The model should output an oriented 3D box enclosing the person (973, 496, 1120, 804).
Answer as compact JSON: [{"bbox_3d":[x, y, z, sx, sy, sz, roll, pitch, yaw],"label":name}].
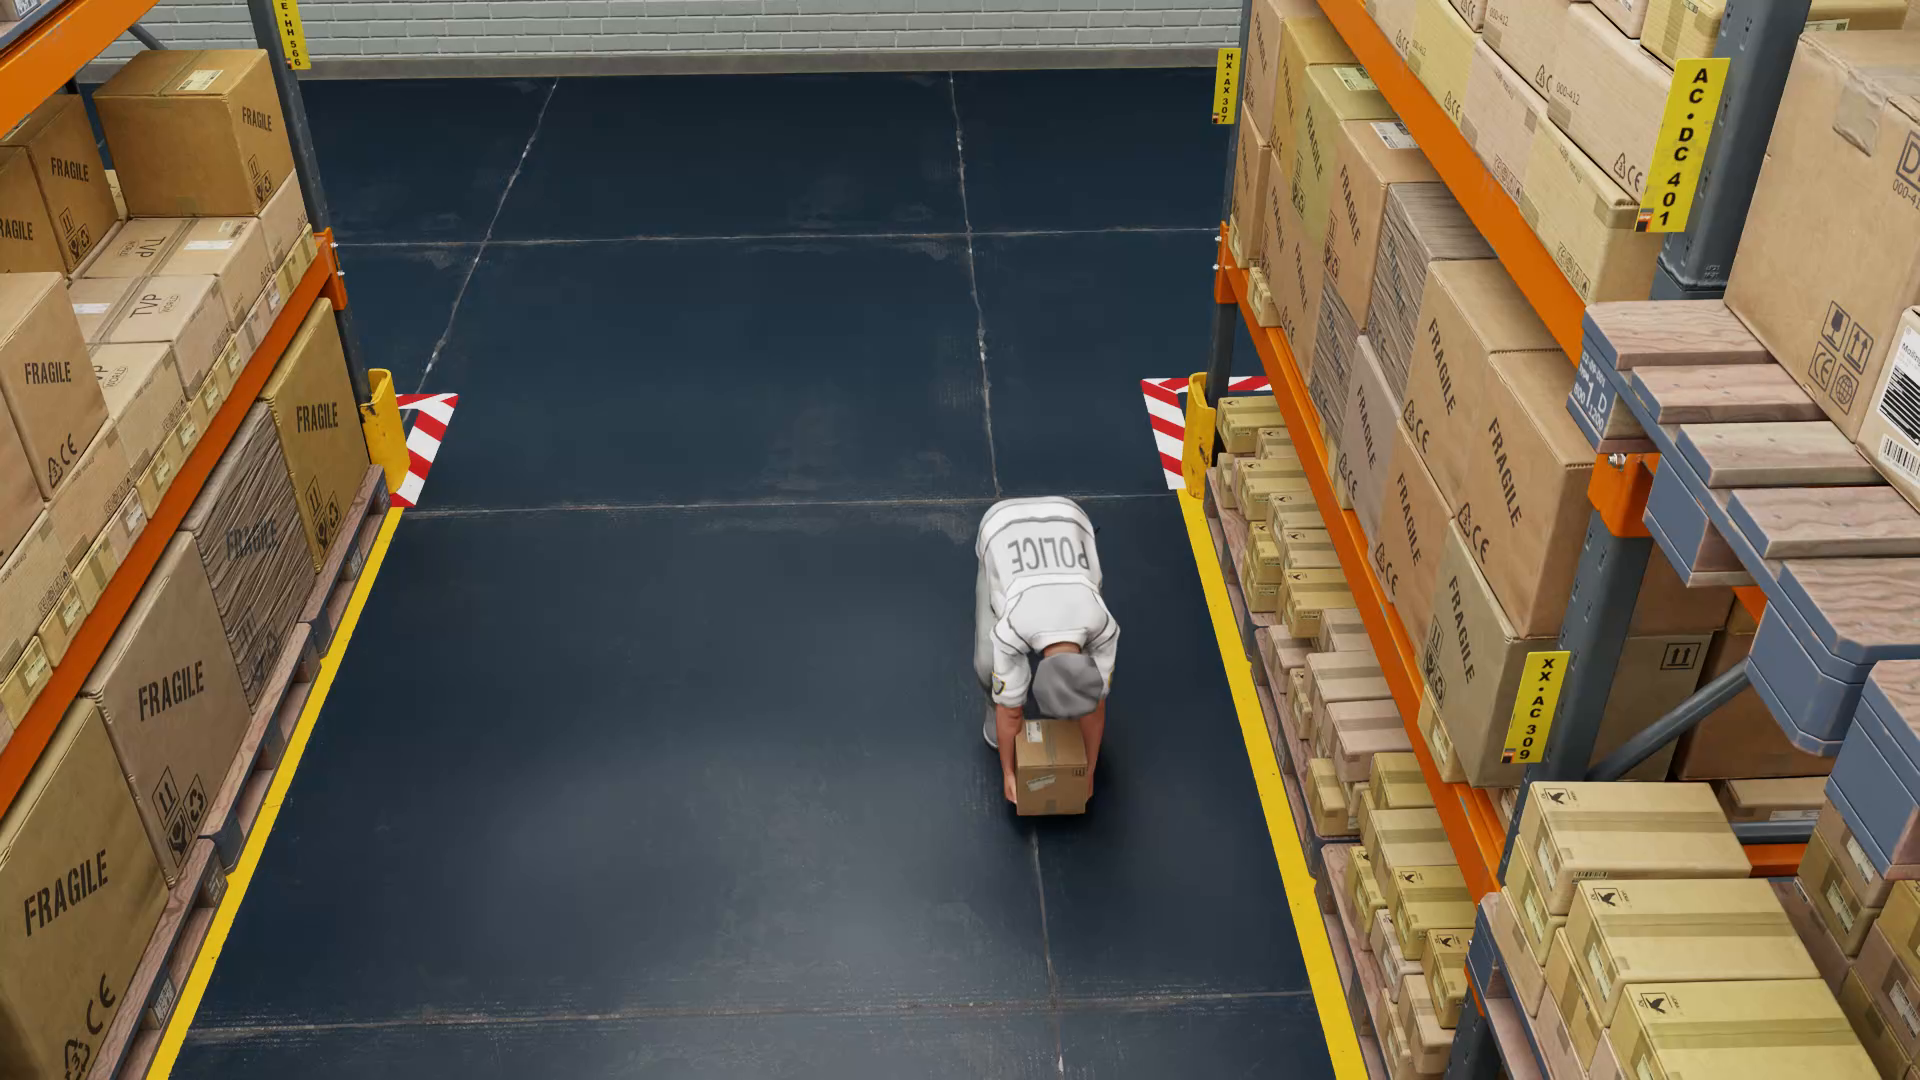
[{"bbox_3d":[0.323,0.432,6.173,0.533,1.007,1.027,-4,35,-5],"label":"person"}]
